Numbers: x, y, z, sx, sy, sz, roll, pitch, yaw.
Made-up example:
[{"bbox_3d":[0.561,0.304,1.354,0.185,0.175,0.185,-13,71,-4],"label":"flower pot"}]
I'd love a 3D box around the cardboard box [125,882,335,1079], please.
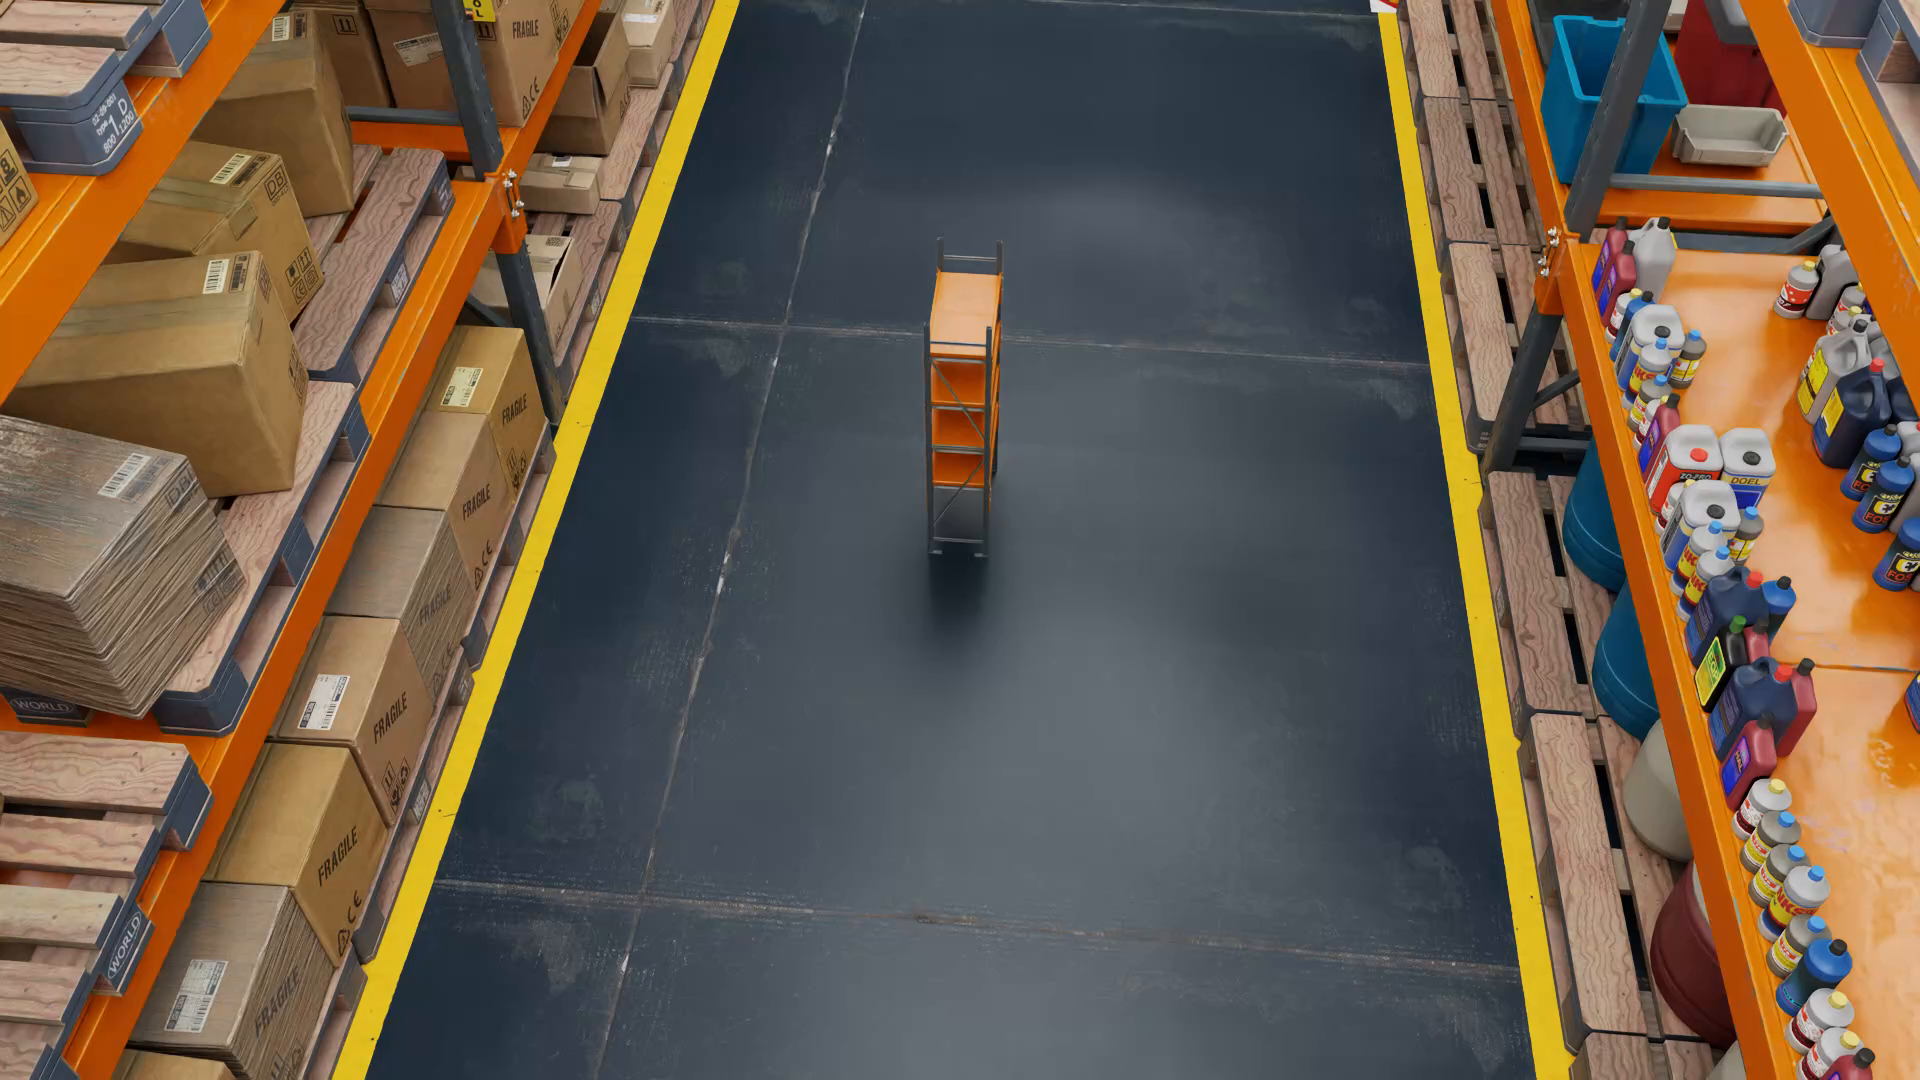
[{"bbox_3d":[-2.231,1.354,4.900,0.500,0.500,0.500,2,48,2],"label":"cardboard box"}]

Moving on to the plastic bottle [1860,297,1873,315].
[{"bbox_3d":[3.008,-0.720,5.481,0.061,0.283,0.133,4,48,4],"label":"plastic bottle"}]

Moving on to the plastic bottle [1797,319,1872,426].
[{"bbox_3d":[2.796,-0.540,5.270,0.144,0.351,0.185,4,48,4],"label":"plastic bottle"}]

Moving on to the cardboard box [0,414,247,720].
[{"bbox_3d":[-2.381,0.054,4.341,0.700,0.500,0.500,12,49,11],"label":"cardboard box"}]

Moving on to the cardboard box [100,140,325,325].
[{"bbox_3d":[-2.501,-0.913,5.226,0.700,0.500,0.500,11,48,10],"label":"cardboard box"}]

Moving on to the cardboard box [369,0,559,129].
[{"bbox_3d":[-1.917,-1.970,6.477,0.500,0.500,0.500,5,48,5],"label":"cardboard box"}]

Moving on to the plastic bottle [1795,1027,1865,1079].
[{"bbox_3d":[1.994,1.183,3.796,0.097,0.201,0.097,0,48,0],"label":"plastic bottle"}]

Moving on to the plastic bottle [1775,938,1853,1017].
[{"bbox_3d":[2.012,1.016,3.901,0.097,0.271,0.097,0,48,0],"label":"plastic bottle"}]

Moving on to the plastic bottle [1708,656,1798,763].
[{"bbox_3d":[2.105,0.432,4.382,0.144,0.351,0.185,4,48,4],"label":"plastic bottle"}]

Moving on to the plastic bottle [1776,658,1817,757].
[{"bbox_3d":[2.209,0.443,4.417,0.061,0.283,0.133,4,48,4],"label":"plastic bottle"}]

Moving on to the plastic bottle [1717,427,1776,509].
[{"bbox_3d":[2.343,-0.197,5.008,0.152,0.276,0.135,4,48,4],"label":"plastic bottle"}]

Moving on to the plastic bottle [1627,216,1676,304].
[{"bbox_3d":[2.339,-0.961,5.655,0.144,0.351,0.185,4,48,4],"label":"plastic bottle"}]

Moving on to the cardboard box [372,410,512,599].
[{"bbox_3d":[-2.048,-0.140,6.267,0.500,0.500,0.500,4,48,4],"label":"cardboard box"}]

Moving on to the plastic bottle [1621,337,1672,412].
[{"bbox_3d":[2.205,-0.534,5.319,0.097,0.271,0.097,0,48,0],"label":"plastic bottle"}]

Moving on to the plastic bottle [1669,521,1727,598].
[{"bbox_3d":[2.132,0.048,4.786,0.097,0.271,0.097,0,48,0],"label":"plastic bottle"}]

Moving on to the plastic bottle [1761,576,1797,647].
[{"bbox_3d":[2.258,0.201,4.647,0.097,0.271,0.097,0,48,0],"label":"plastic bottle"}]

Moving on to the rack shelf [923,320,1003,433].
[{"bbox_3d":[0.015,-0.632,6.329,0.258,0.148,0.480,4,48,4],"label":"rack shelf"}]

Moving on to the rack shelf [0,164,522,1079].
[{"bbox_3d":[-2.417,0.132,5.110,1.077,0.370,4.000,4,48,4],"label":"rack shelf"}]

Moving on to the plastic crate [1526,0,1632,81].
[{"bbox_3d":[2.532,-2.012,6.729,0.437,0.125,0.590,4,48,4],"label":"plastic crate"}]

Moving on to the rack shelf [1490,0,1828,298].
[{"bbox_3d":[2.880,-2.471,7.491,1.077,0.370,4.000,4,48,4],"label":"rack shelf"}]

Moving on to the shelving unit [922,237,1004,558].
[{"bbox_3d":[0.015,-0.527,6.444,0.258,1.200,0.503,4,48,4],"label":"shelving unit"}]

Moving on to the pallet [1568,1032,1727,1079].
[{"bbox_3d":[2.363,2.054,4.754,1.003,0.211,1.213,4,48,4],"label":"pallet"}]

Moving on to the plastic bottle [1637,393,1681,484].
[{"bbox_3d":[2.158,-0.311,5.107,0.061,0.283,0.133,4,48,4],"label":"plastic bottle"}]

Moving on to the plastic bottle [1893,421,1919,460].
[{"bbox_3d":[2.904,-0.252,5.058,0.152,0.276,0.135,4,48,4],"label":"plastic bottle"}]

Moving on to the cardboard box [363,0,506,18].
[{"bbox_3d":[-1.912,-2.279,6.082,0.500,0.500,0.500,5,48,5],"label":"cardboard box"}]

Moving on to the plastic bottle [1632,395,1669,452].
[{"bbox_3d":[2.187,-0.367,5.214,0.097,0.201,0.097,0,48,0],"label":"plastic bottle"}]

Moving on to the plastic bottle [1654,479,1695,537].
[{"bbox_3d":[2.153,-0.099,4.968,0.097,0.201,0.097,0,48,0],"label":"plastic bottle"}]

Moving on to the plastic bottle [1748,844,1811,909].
[{"bbox_3d":[2.039,0.826,4.123,0.097,0.201,0.097,0,48,0],"label":"plastic bottle"}]

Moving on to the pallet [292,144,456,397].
[{"bbox_3d":[-2.417,-0.935,5.729,1.003,0.211,1.213,4,48,4],"label":"pallet"}]

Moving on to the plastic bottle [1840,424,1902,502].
[{"bbox_3d":[2.778,-0.245,5.054,0.097,0.271,0.097,0,48,0],"label":"plastic bottle"}]

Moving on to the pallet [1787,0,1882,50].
[{"bbox_3d":[2.723,-1.610,4.311,1.213,0.211,1.003,4,48,4],"label":"pallet"}]

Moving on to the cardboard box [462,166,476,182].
[{"bbox_3d":[-2.397,-1.810,7.923,0.500,0.311,0.500,4,48,4],"label":"cardboard box"}]

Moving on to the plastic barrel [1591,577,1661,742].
[{"bbox_3d":[2.566,0.241,5.660,0.600,0.901,0.708,4,48,4],"label":"plastic barrel"}]

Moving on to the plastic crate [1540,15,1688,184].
[{"bbox_3d":[2.400,-1.625,6.200,0.392,0.384,0.575,4,48,4],"label":"plastic crate"}]

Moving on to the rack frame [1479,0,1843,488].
[{"bbox_3d":[2.697,-1.244,5.881,1.000,3.000,0.127,4,48,4],"label":"rack frame"}]

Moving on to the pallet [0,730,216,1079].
[{"bbox_3d":[-2.608,0.921,4.031,1.213,0.211,1.003,4,48,4],"label":"pallet"}]

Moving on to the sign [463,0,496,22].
[{"bbox_3d":[-1.682,-1.936,5.729,0.100,0.325,0.005,4,48,4],"label":"sign"}]

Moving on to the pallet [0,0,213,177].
[{"bbox_3d":[-2.456,-1.292,4.020,1.213,0.211,1.003,4,48,4],"label":"pallet"}]

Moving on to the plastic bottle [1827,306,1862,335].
[{"bbox_3d":[2.927,-0.685,5.504,0.097,0.201,0.097,0,48,0],"label":"plastic bottle"}]

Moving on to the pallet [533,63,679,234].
[{"bbox_3d":[-2.063,-2.042,8.501,1.003,0.211,1.213,4,48,4],"label":"pallet"}]

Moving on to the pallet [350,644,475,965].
[{"bbox_3d":[-2.380,0.860,5.846,1.003,0.211,1.213,4,48,4],"label":"pallet"}]

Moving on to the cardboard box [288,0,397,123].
[{"bbox_3d":[-2.445,-1.998,6.503,0.500,0.500,0.500,5,48,4],"label":"cardboard box"}]

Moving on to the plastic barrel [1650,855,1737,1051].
[{"bbox_3d":[2.463,1.177,5.016,0.600,0.588,0.708,4,48,4],"label":"plastic barrel"}]

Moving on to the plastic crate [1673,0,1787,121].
[{"bbox_3d":[3.028,-1.925,6.420,0.402,0.464,0.583,4,48,4],"label":"plastic crate"}]

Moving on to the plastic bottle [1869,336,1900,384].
[{"bbox_3d":[2.939,-0.530,5.261,0.144,0.351,0.185,4,48,4],"label":"plastic bottle"}]

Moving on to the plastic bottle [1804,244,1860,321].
[{"bbox_3d":[2.983,-0.891,5.642,0.152,0.276,0.135,4,48,4],"label":"plastic bottle"}]

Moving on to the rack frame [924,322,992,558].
[{"bbox_3d":[-0.007,-0.347,6.280,0.240,1.200,0.015,4,48,4],"label":"rack frame"}]

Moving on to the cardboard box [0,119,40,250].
[{"bbox_3d":[-2.500,-0.766,3.344,0.910,0.500,0.500,4,48,4],"label":"cardboard box"}]

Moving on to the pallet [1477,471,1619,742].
[{"bbox_3d":[2.585,0.261,6.394,1.003,0.211,1.213,4,48,4],"label":"pallet"}]

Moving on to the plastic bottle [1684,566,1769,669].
[{"bbox_3d":[2.134,0.198,4.595,0.144,0.351,0.185,4,48,4],"label":"plastic bottle"}]

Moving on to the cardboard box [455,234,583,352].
[{"bbox_3d":[-1.981,-1.115,7.287,0.500,0.311,0.500,4,48,4],"label":"cardboard box"}]

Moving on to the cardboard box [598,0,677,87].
[{"bbox_3d":[-1.791,-2.628,8.712,0.500,0.250,0.500,4,48,4],"label":"cardboard box"}]

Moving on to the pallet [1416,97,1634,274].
[{"bbox_3d":[2.834,-1.745,8.229,1.003,0.211,1.213,4,48,4],"label":"pallet"}]

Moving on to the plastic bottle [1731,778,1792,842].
[{"bbox_3d":[2.057,0.682,4.254,0.097,0.201,0.097,0,48,0],"label":"plastic bottle"}]

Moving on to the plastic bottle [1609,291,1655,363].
[{"bbox_3d":[2.226,-0.704,5.475,0.097,0.271,0.097,0,48,0],"label":"plastic bottle"}]

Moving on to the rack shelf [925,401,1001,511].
[{"bbox_3d":[0.015,-0.347,6.641,0.258,0.148,0.480,4,48,4],"label":"rack shelf"}]

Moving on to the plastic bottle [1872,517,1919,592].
[{"bbox_3d":[2.745,0.024,4.808,0.097,0.271,0.097,0,48,0],"label":"plastic bottle"}]

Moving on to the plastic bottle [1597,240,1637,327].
[{"bbox_3d":[2.227,-0.866,5.614,0.061,0.283,0.133,4,48,4],"label":"plastic bottle"}]

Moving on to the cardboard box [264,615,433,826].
[{"bbox_3d":[-2.138,0.602,5.588,0.500,0.500,0.500,2,48,2],"label":"cardboard box"}]

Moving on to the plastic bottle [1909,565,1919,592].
[{"bbox_3d":[2.871,0.017,4.811,0.152,0.276,0.135,4,48,4],"label":"plastic bottle"}]
